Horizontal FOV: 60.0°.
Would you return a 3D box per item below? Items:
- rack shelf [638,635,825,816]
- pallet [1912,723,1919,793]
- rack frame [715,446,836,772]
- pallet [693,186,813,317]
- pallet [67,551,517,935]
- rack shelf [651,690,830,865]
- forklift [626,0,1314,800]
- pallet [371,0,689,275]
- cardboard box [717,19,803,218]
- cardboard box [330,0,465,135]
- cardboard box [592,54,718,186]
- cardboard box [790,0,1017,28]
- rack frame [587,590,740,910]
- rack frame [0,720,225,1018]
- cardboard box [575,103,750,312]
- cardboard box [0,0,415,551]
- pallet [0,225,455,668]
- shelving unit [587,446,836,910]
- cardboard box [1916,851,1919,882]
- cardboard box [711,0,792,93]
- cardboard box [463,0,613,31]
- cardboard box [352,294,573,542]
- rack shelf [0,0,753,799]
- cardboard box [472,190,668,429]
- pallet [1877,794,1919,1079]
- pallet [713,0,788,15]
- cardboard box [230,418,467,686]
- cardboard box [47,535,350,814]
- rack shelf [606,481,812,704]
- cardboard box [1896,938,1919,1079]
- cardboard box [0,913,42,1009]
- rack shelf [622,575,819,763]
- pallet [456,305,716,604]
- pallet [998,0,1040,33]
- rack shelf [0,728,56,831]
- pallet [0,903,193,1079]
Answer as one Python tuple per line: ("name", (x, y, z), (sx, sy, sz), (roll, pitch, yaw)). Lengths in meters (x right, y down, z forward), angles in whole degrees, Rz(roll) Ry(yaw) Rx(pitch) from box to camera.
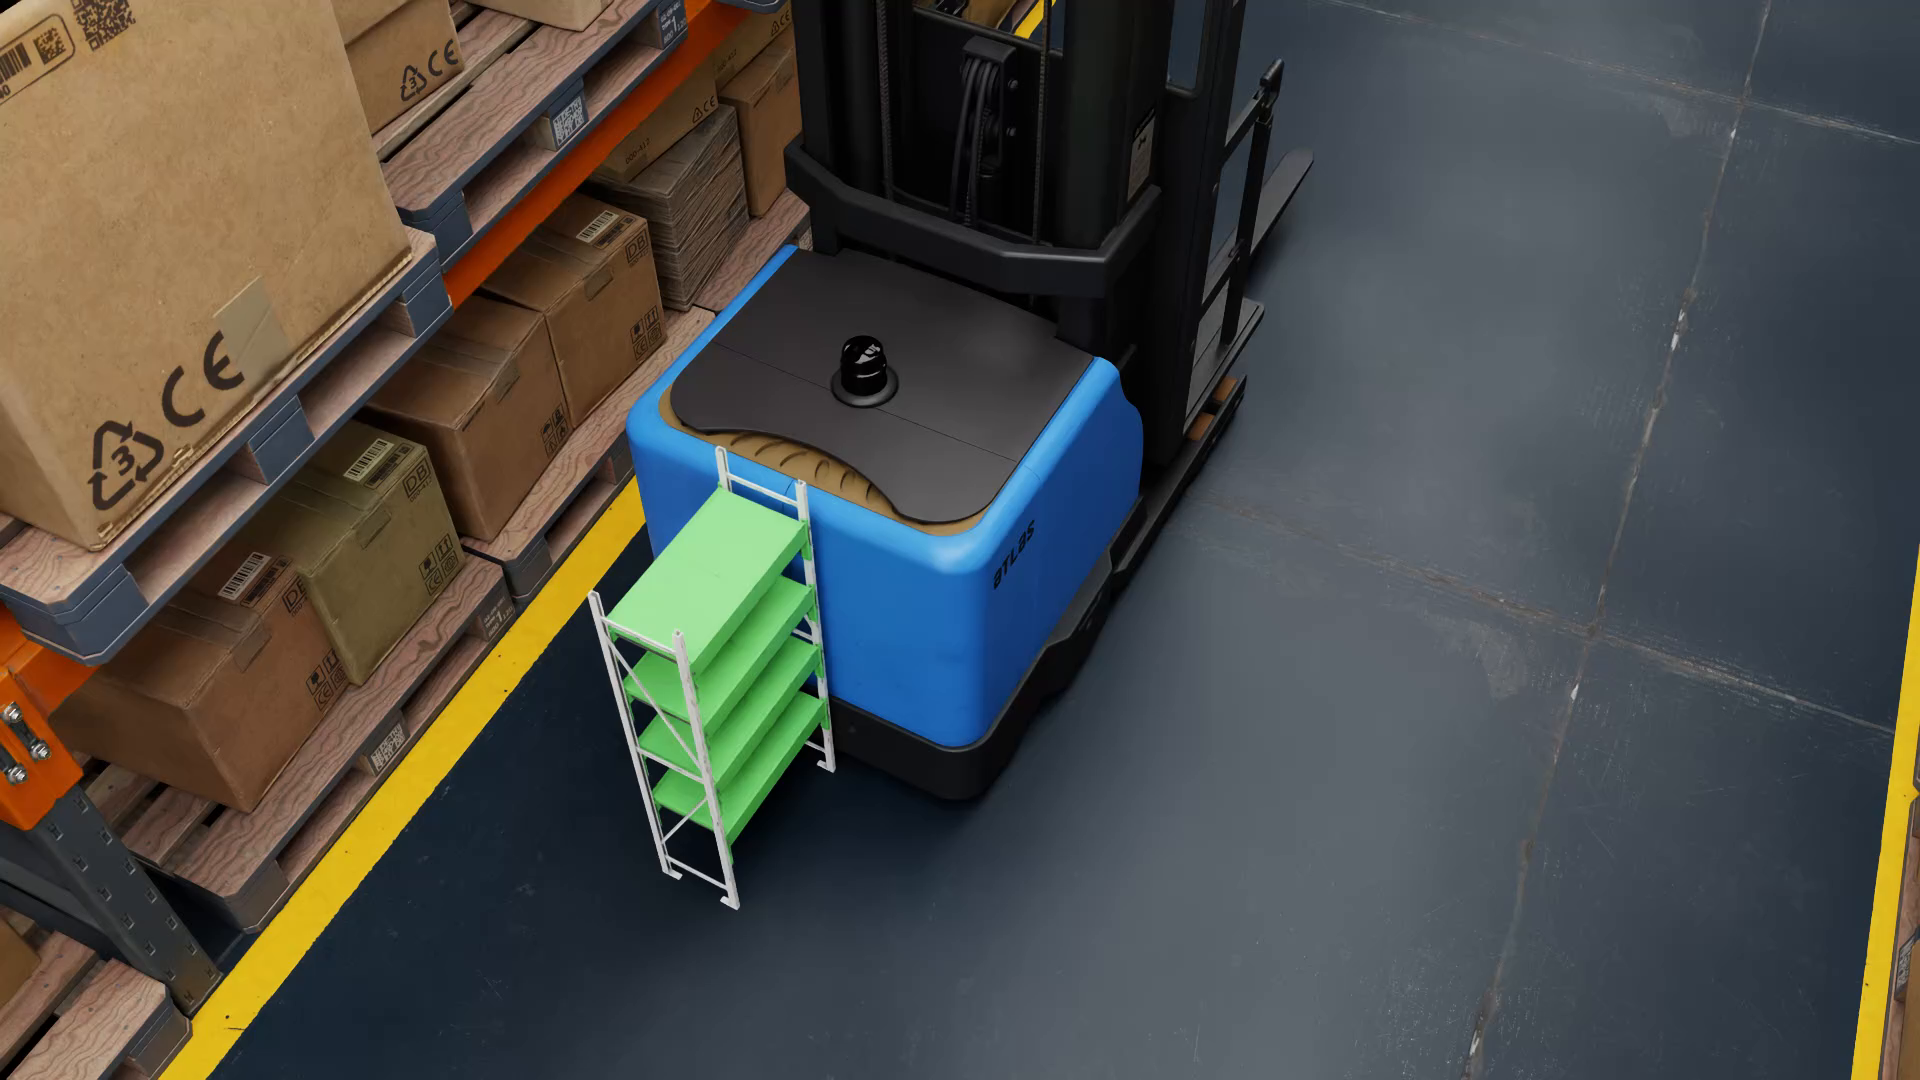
("rack shelf", (-0.576, 0.423, 4.186), (0.258, 0.148, 0.480), (23, 53, 18))
("pallet", (3.370, 0.386, 4.783), (1.003, 0.211, 1.213), (20, 52, 16))
("rack frame", (-0.459, 0.219, 4.276), (0.240, 1.200, 0.015), (23, 53, 18))
("pallet", (-1.001, -1.278, 6.199), (1.003, 0.211, 1.213), (20, 52, 16))
("pallet", (-2.044, 0.402, 4.769), (1.003, 0.211, 1.213), (20, 52, 16))
("rack shelf", (-0.576, 0.579, 4.369), (0.258, 0.148, 0.480), (23, 53, 18))
("forklift", (0.299, -1.366, 4.488), (1.130, 2.935, 3.031), (23, 53, 18))
("pallet", (-1.475, -1.281, 4.496), (1.003, 0.211, 1.213), (20, 52, 16))
("cardboard box", (-0.934, -1.584, 5.981), (0.700, 0.500, 0.500), (17, 52, 14))
("cardboard box", (-1.718, -1.358, 4.093), (0.797, 0.503, 0.637), (25, 54, 20))
("cardboard box", (-1.142, -1.455, 5.379), (0.500, 0.250, 0.500), (25, 54, 20))
("cardboard box", (-0.352, -2.635, 6.642), (1.225, 0.875, 0.875), (18, 52, 14))
("rack frame", (-0.693, 0.545, 3.998), (0.240, 1.200, 0.015), (23, 53, 18))
("rack frame", (-2.375, 0.035, 3.251), (1.000, 3.000, 0.127), (20, 52, 16))
("cardboard box", (-1.160, -1.198, 5.652), (0.700, 0.500, 0.500), (16, 51, 13))
("cardboard box", (-1.909, -0.797, 3.289), (1.000, 1.000, 1.000), (20, 53, 16))
("pallet", (-1.917, -0.382, 3.731), (1.003, 0.211, 1.213), (20, 52, 16))
("shelving unit", (-0.576, 0.382, 4.137), (0.258, 1.200, 0.503), (23, 53, 18))
("cardboard box", (3.064, 0.550, 4.014), (1.050, 0.750, 0.750), (21, 53, 17))
("cardboard box", (-0.925, -1.824, 5.692), (0.500, 0.250, 0.500), (22, 53, 18))
("cardboard box", (-1.134, -1.576, 4.434), (0.396, 0.266, 0.258), (18, 52, 15))
("cardboard box", (-1.634, -0.421, 4.991), (0.700, 0.500, 0.500), (16, 51, 13))
("rack shelf", (-1.520, -1.109, 4.697), (1.077, 0.370, 4.000), (20, 52, 16))
("cardboard box", (-1.395, -0.805, 5.318), (0.700, 0.500, 0.500), (24, 54, 19))
("pallet", (2.848, 1.223, 4.071), (1.003, 0.211, 1.213), (20, 52, 16))
("pallet", (-0.874, -2.132, 5.220), (1.213, 0.211, 1.003), (20, 52, 16))
("cardboard box", (-1.872, -0.036, 4.663), (0.700, 0.500, 0.500), (20, 52, 16))
("cardboard box", (-2.093, 0.287, 4.389), (0.700, 0.500, 0.500), (16, 52, 13))
("rack shelf", (-0.576, 0.112, 3.820), (0.258, 0.148, 0.480), (23, 53, 18))
("cardboard box", (2.666, 1.192, 3.468), (1.050, 0.750, 0.750), (20, 52, 16))
("cardboard box", (-2.582, 0.971, 3.819), (0.500, 0.500, 0.500), (18, 52, 15))
("rack shelf", (-0.576, 0.268, 4.003), (0.258, 0.148, 0.480), (23, 53, 18))
("pallet", (-1.524, -0.441, 5.487), (1.003, 0.211, 1.213), (20, 52, 16))
("pallet", (-0.261, -2.334, 7.098), (1.003, 0.211, 1.213), (20, 52, 16))
("rack shelf", (-3.229, 1.645, 2.353), (1.077, 0.370, 4.000), (20, 52, 16))
("pallet", (-2.630, 1.413, 3.909), (1.003, 0.211, 1.213), (20, 52, 16))
